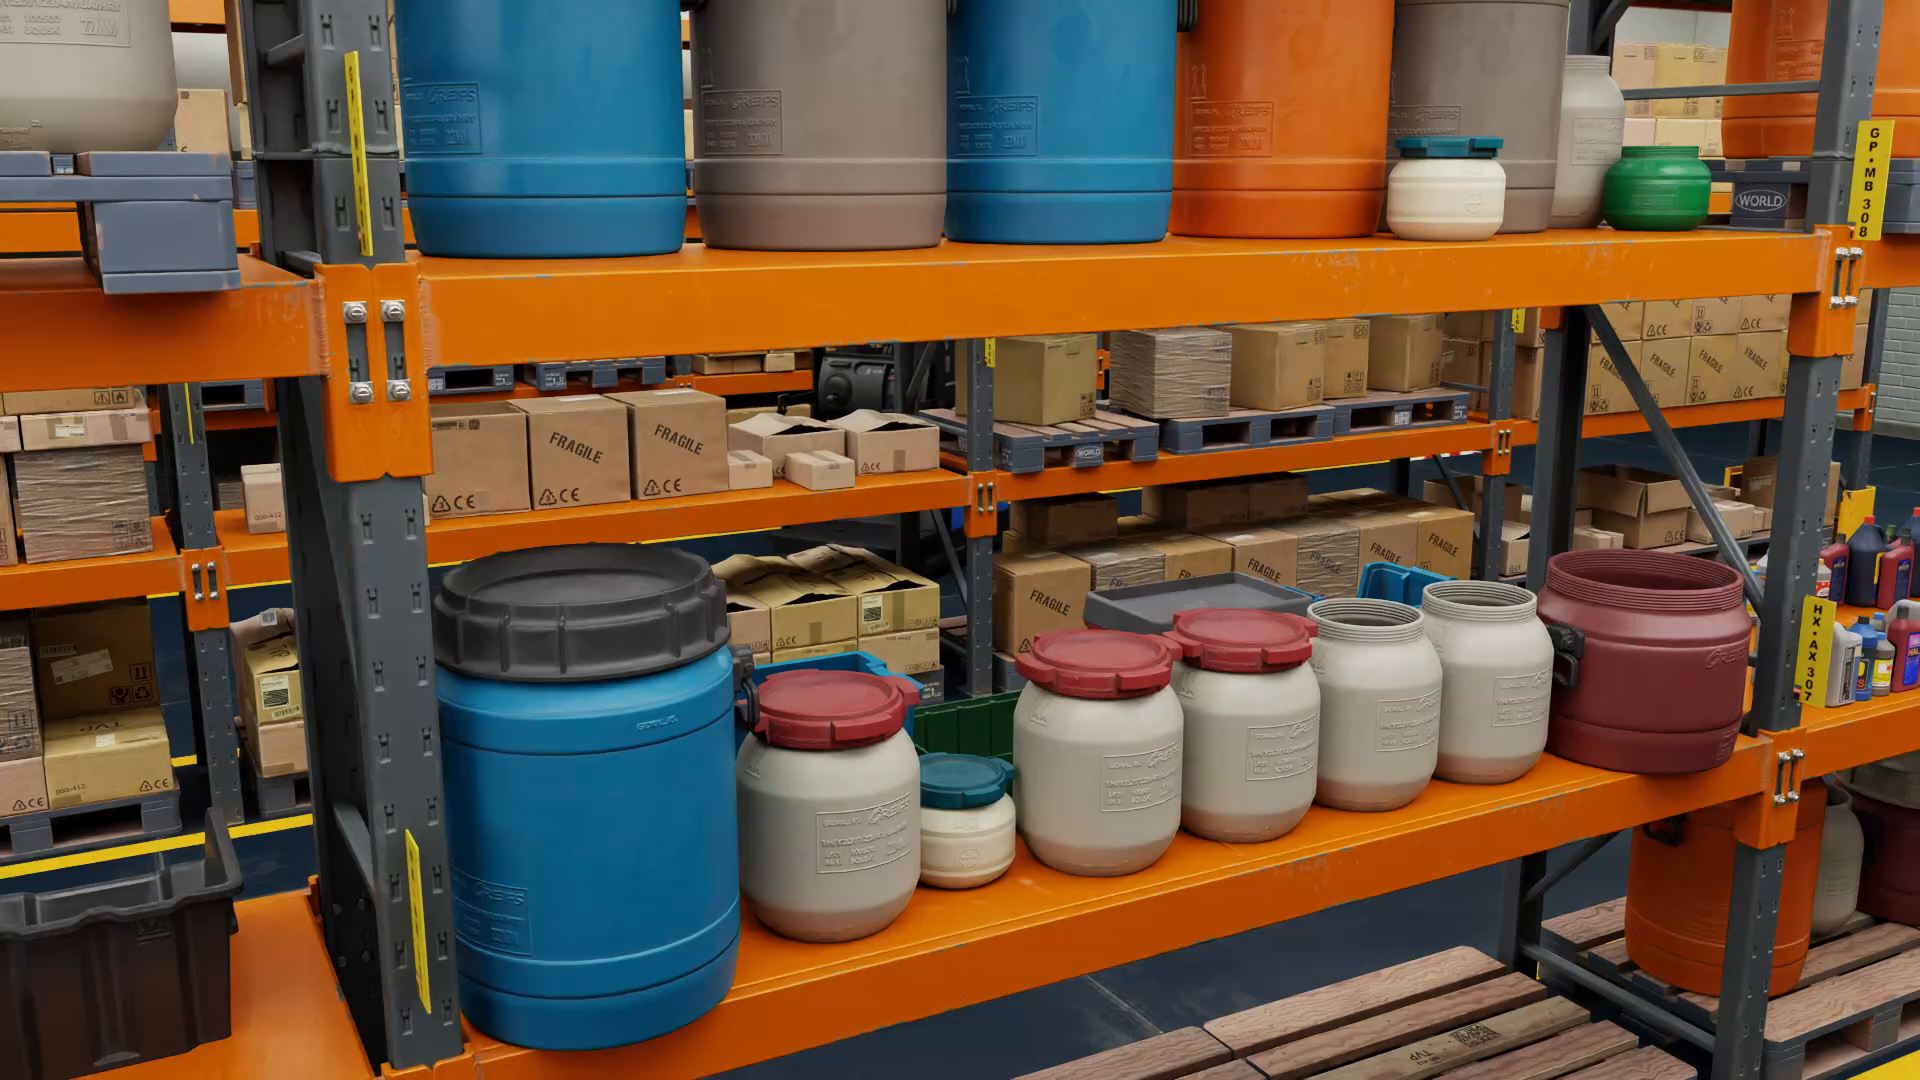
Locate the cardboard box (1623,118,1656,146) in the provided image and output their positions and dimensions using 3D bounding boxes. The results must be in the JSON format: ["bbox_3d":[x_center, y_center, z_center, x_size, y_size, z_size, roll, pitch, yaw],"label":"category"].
[{"bbox_3d":[4.390,-2.761,11.415,0.500,0.250,0.500,-7,14,-28],"label":"cardboard box"}]

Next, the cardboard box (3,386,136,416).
[{"bbox_3d":[-4.002,-0.862,7.427,0.500,0.500,0.700,-7,14,-28],"label":"cardboard box"}]

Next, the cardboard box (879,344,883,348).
[{"bbox_3d":[-0.579,-1.971,14.583,0.500,0.500,0.500,-6,14,-26],"label":"cardboard box"}]

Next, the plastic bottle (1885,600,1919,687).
[{"bbox_3d":[3.206,0.334,5.575,0.135,0.276,0.152,-7,14,-28],"label":"plastic bottle"}]

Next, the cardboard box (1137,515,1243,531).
[{"bbox_3d":[1.515,0.101,11.020,0.500,0.500,0.500,-7,15,-30],"label":"cardboard box"}]

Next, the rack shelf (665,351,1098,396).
[{"bbox_3d":[-0.726,-1.463,14.917,4.000,0.370,1.077,-7,14,-28],"label":"rack shelf"}]

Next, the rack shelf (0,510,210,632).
[{"bbox_3d":[-5.371,0.333,6.937,4.000,0.370,1.077,-7,14,-28],"label":"rack shelf"}]

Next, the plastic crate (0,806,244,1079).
[{"bbox_3d":[-1.766,0.787,3.421,0.504,0.338,0.767,-7,14,-28],"label":"plastic crate"}]

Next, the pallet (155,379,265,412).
[{"bbox_3d":[-5.252,-1.142,12.287,1.213,0.211,1.003,-7,14,-28],"label":"pallet"}]

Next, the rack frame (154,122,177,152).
[{"bbox_3d":[-3.616,-3.155,7.135,0.127,3.000,1.000,-7,14,-28],"label":"rack frame"}]

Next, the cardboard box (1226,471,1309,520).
[{"bbox_3d":[1.987,-0.322,11.192,0.500,0.250,0.500,-7,14,-28],"label":"cardboard box"}]

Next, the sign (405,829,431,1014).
[{"bbox_3d":[-0.992,0.698,3.043,0.005,0.325,0.100,-7,14,-28],"label":"sign"}]

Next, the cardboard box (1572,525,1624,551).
[{"bbox_3d":[4.632,0.002,12.220,0.250,0.166,0.380,-7,14,-28],"label":"cardboard box"}]

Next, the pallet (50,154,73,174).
[{"bbox_3d":[-4.352,-1.554,7.053,1.213,0.211,1.003,-7,14,-28],"label":"pallet"}]

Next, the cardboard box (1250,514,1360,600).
[{"bbox_3d":[2.232,0.145,10.825,0.500,0.500,0.500,-7,14,-27],"label":"cardboard box"}]

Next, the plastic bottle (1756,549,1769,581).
[{"bbox_3d":[3.070,0.170,6.316,0.097,0.271,0.097,0,13,0],"label":"plastic bottle"}]

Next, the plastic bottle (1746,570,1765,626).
[{"bbox_3d":[2.985,0.214,6.279,0.097,0.201,0.097,0,13,0],"label":"plastic bottle"}]

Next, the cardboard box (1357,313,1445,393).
[{"bbox_3d":[2.883,-1.317,11.446,0.700,0.500,0.500,11,17,41],"label":"cardboard box"}]

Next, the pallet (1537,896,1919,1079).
[{"bbox_3d":[2.937,1.575,6.130,1.213,0.211,1.003,-7,14,-28],"label":"pallet"}]

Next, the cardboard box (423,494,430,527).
[{"bbox_3d":[-2.740,-0.160,8.060,0.250,0.149,0.380,-7,14,-28],"label":"cardboard box"}]

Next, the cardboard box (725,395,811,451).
[{"bbox_3d":[-1.774,-0.812,14.325,0.750,0.750,0.750,-7,14,-29],"label":"cardboard box"}]

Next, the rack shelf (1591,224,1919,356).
[{"bbox_3d":[4.020,-1.017,6.104,4.000,0.370,1.077,-7,14,-28],"label":"rack shelf"}]

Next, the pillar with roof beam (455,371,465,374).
[{"bbox_3d":[-1.975,-3.731,9.691,0.400,9.000,9.100,-7,14,-28],"label":"pillar with roof beam"}]

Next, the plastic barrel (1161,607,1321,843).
[{"bbox_3d":[0.723,0.479,4.340,0.433,0.535,0.433,0,13,0],"label":"plastic barrel"}]

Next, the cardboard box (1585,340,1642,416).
[{"bbox_3d":[4.432,-1.175,11.769,0.500,0.500,0.500,-7,14,-27],"label":"cardboard box"}]

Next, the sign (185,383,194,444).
[{"bbox_3d":[-3.349,-0.583,7.215,0.005,0.325,0.100,-7,14,-28],"label":"sign"}]

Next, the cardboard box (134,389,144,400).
[{"bbox_3d":[-3.945,-0.603,7.751,0.250,0.149,0.380,-7,14,-28],"label":"cardboard box"}]

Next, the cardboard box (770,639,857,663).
[{"bbox_3d":[-0.901,0.644,9.220,0.500,0.250,0.500,-7,14,-29],"label":"cardboard box"}]

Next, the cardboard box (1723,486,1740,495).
[{"bbox_3d":[6.385,-0.337,13.766,0.250,0.149,0.380,-7,14,-28],"label":"cardboard box"}]

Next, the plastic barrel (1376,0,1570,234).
[{"bbox_3d":[1.440,-1.358,4.837,0.600,0.901,0.600,0,13,0],"label":"plastic barrel"}]

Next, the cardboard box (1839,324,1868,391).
[{"bbox_3d":[6.654,-1.440,12.949,0.500,0.500,0.500,-6,14,-26],"label":"cardboard box"}]

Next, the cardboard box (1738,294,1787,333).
[{"bbox_3d":[5.762,-1.819,12.355,0.500,0.500,0.500,-6,14,-26],"label":"cardboard box"}]

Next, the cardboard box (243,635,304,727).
[{"bbox_3d":[-3.134,0.639,7.967,0.500,0.311,0.500,-7,14,-28],"label":"cardboard box"}]

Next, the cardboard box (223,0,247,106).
[{"bbox_3d":[-3.056,-2.247,7.606,0.500,0.500,0.500,-7,14,-27],"label":"cardboard box"}]

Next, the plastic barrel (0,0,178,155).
[{"bbox_3d":[-1.718,-0.989,3.129,0.421,0.512,0.421,0,13,0],"label":"plastic barrel"}]

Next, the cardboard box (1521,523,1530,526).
[{"bbox_3d":[4.070,-0.060,12.533,0.250,0.149,0.380,-7,14,-28],"label":"cardboard box"}]

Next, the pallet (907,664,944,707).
[{"bbox_3d":[-0.846,0.790,9.618,1.213,0.211,1.003,-7,14,-28],"label":"pallet"}]

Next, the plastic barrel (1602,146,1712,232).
[{"bbox_3d":[2.073,-1.046,4.948,0.294,0.245,0.294,0,13,0],"label":"plastic barrel"}]

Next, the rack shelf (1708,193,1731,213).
[{"bbox_3d":[5.161,-2.393,12.217,4.000,0.370,1.077,-7,14,-28],"label":"rack shelf"}]

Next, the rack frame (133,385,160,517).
[{"bbox_3d":[-5.993,-1.183,12.033,0.127,3.000,1.000,-7,14,-28],"label":"rack frame"}]

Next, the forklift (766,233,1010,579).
[{"bbox_3d":[-0.729,-1.164,12.104,1.130,2.935,3.031,7,14,27],"label":"forklift"}]

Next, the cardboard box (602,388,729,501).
[{"bbox_3d":[-1.570,-0.519,8.854,0.500,0.500,0.500,-8,15,-31],"label":"cardboard box"}]

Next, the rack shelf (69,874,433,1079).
[{"bbox_3d":[-3.001,1.288,2.694,4.000,0.370,1.077,-7,14,-28],"label":"rack shelf"}]

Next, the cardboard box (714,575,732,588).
[{"bbox_3d":[-1.611,0.322,9.375,0.500,0.311,0.500,-7,15,-29],"label":"cardboard box"}]

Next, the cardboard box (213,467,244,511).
[{"bbox_3d":[-5.355,-0.259,12.618,0.500,0.500,0.700,-6,14,-26],"label":"cardboard box"}]

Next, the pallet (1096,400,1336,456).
[{"bbox_3d":[1.600,-0.761,10.597,1.213,0.211,1.003,-7,14,-28],"label":"pallet"}]

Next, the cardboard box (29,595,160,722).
[{"bbox_3d":[-4.173,0.531,8.018,0.500,0.500,0.500,-7,14,-28],"label":"cardboard box"}]
